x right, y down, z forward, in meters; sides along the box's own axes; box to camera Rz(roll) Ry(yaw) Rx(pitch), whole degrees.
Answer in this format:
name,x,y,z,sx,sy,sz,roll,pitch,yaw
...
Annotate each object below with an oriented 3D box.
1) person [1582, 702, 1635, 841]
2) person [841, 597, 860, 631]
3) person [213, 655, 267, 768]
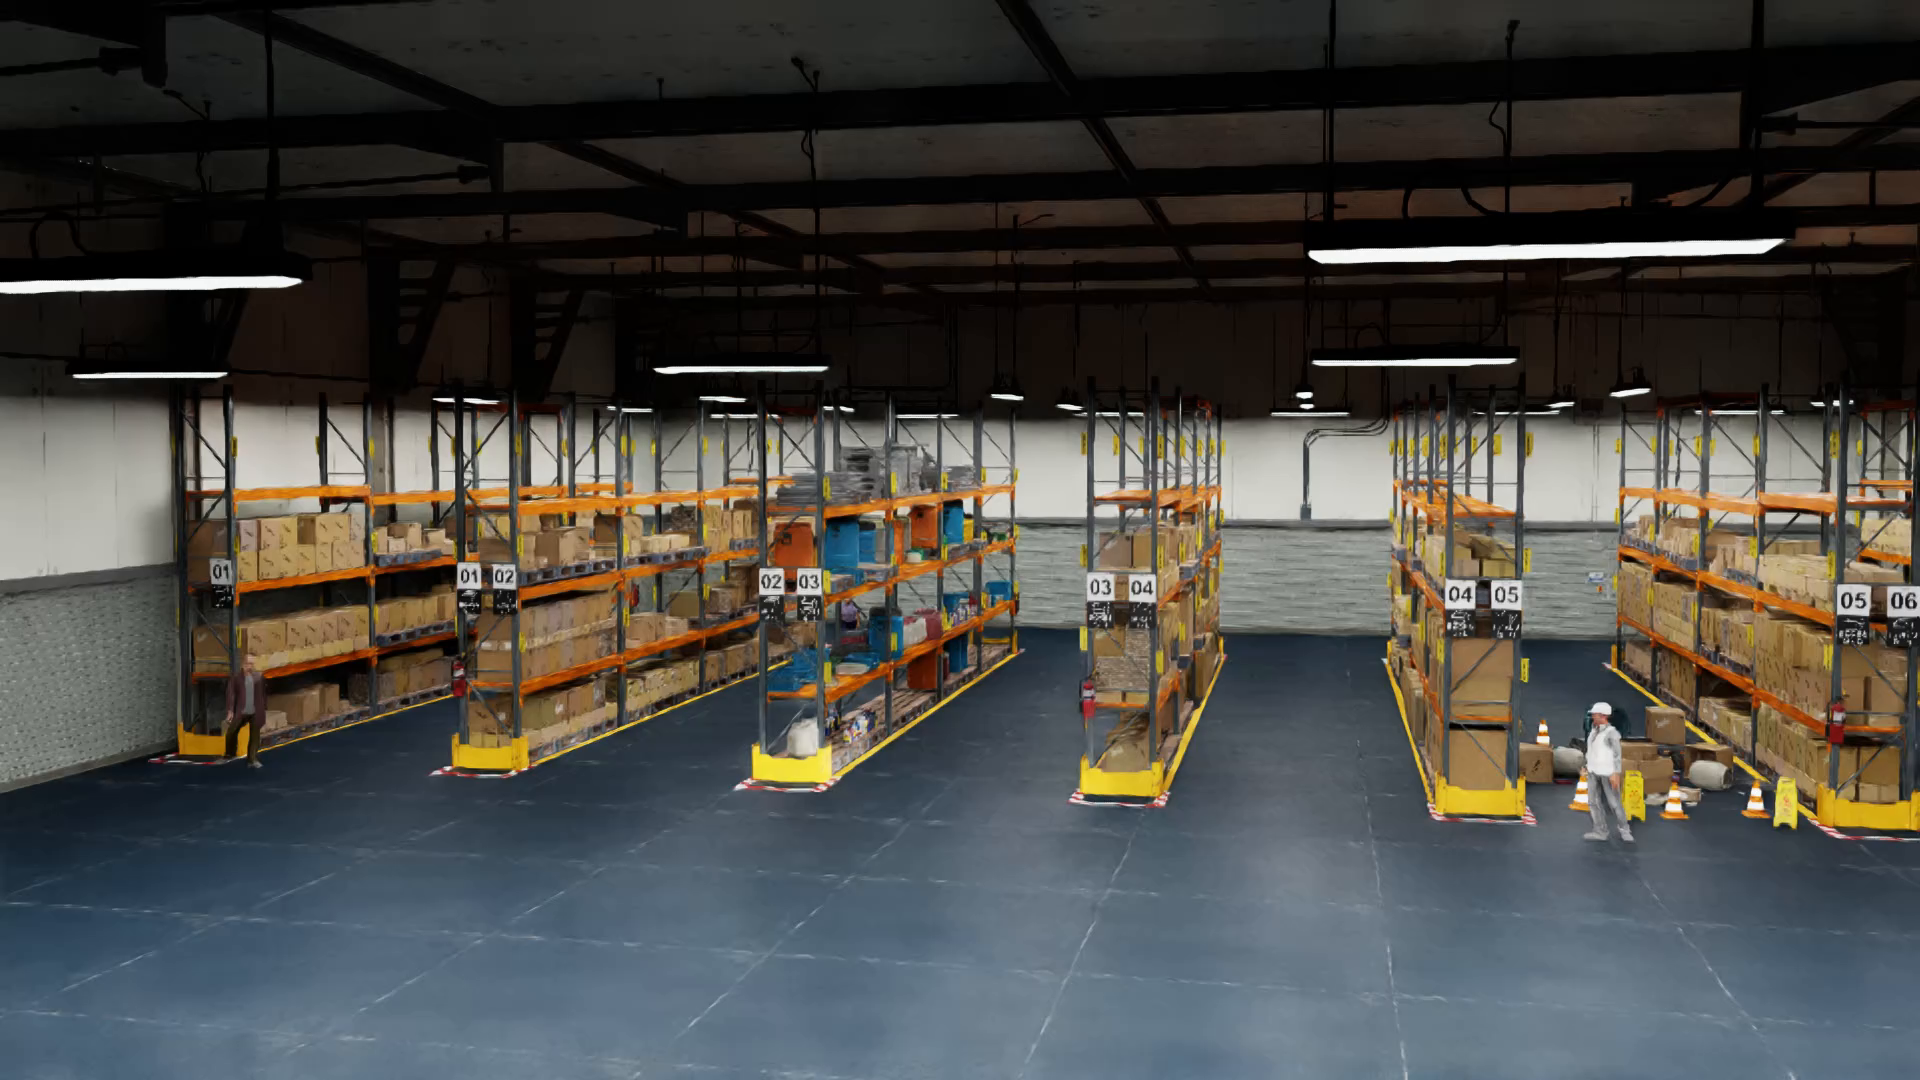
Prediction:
name,x,y,z,sx,sy,sz,roll,pitch,yaw
person,8.257,2.943,21.168,0.544,1.766,0.631,-1,3,-17
person,-2.582,2.012,39.169,0.493,1.589,1.000,1,3,11
person,-11.228,2.668,25.929,0.793,1.769,0.517,-2,4,-29
